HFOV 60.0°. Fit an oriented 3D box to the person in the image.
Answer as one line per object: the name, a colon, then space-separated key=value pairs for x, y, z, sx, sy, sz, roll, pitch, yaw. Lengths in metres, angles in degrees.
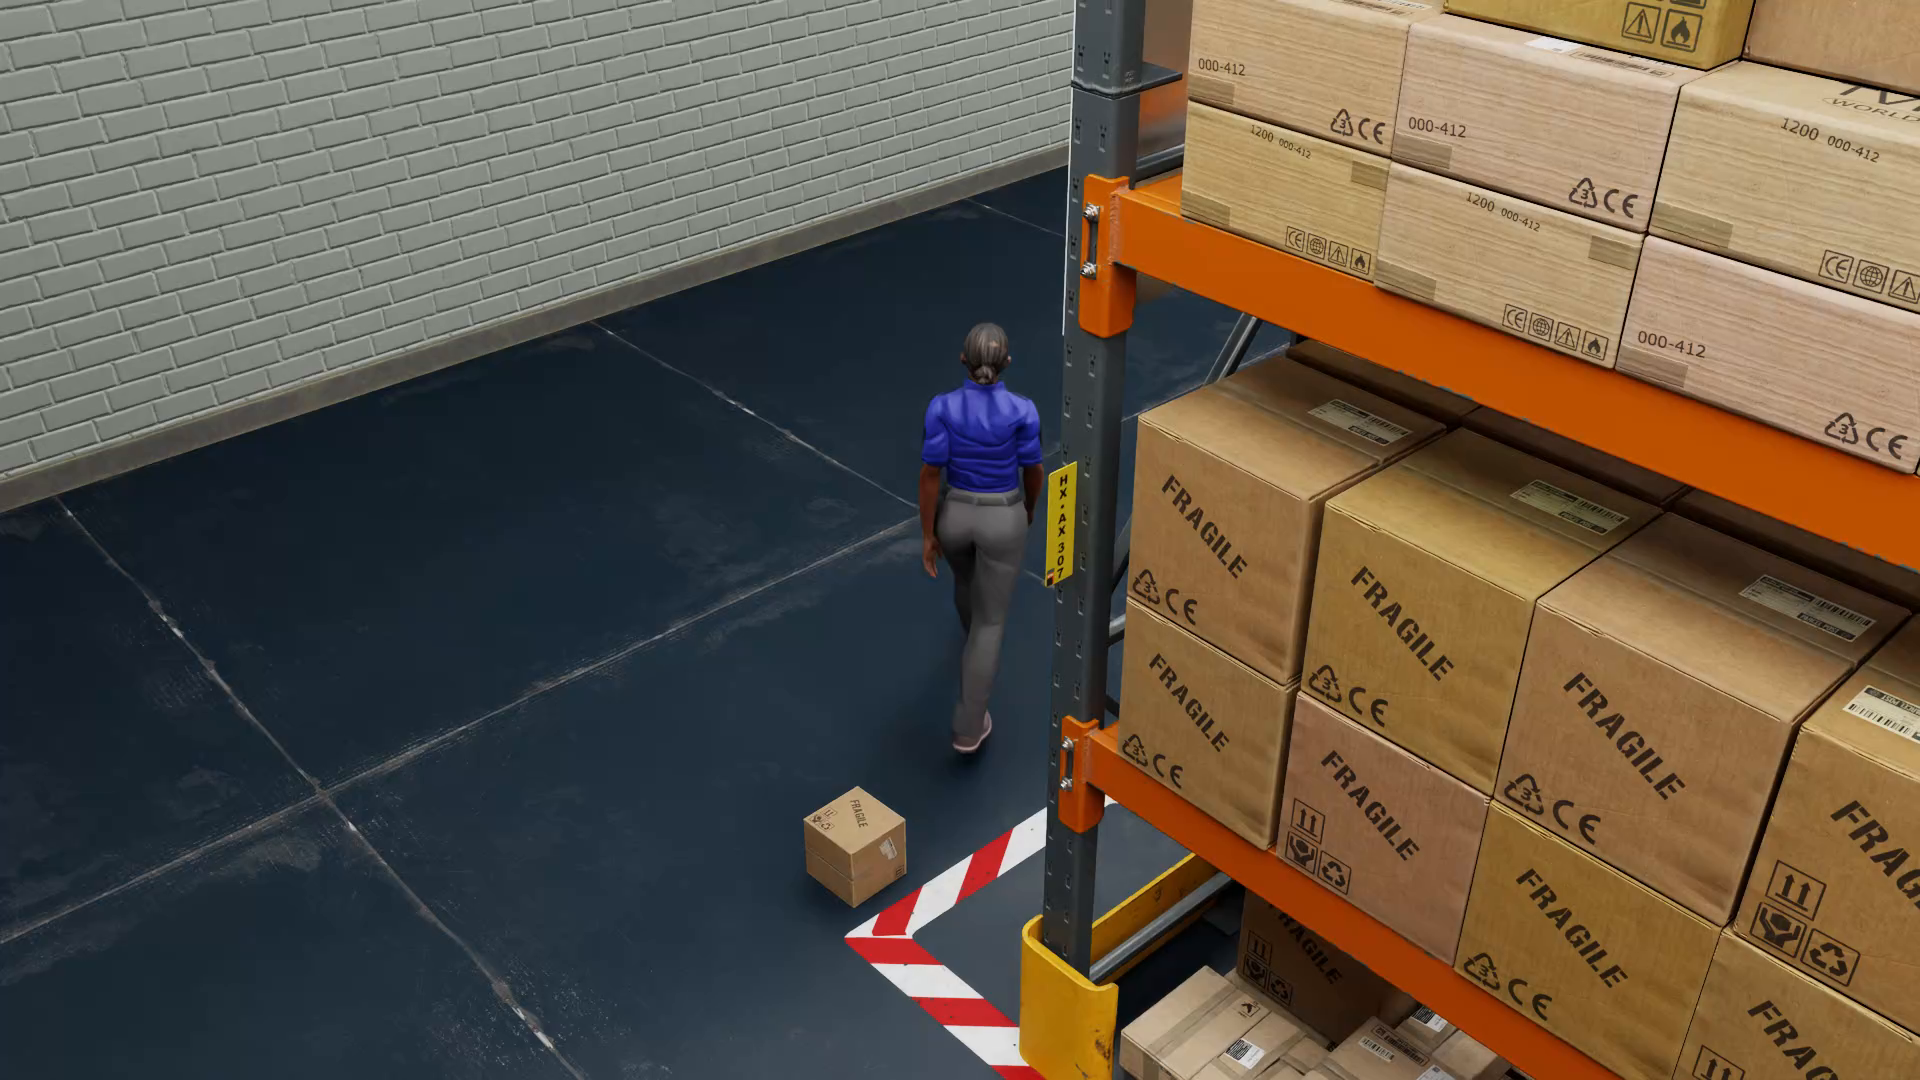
person: x=0.094 y=-0.091 z=6.280 sx=0.439 sy=1.591 sz=1.013 roll=8 pitch=33 yaw=12
